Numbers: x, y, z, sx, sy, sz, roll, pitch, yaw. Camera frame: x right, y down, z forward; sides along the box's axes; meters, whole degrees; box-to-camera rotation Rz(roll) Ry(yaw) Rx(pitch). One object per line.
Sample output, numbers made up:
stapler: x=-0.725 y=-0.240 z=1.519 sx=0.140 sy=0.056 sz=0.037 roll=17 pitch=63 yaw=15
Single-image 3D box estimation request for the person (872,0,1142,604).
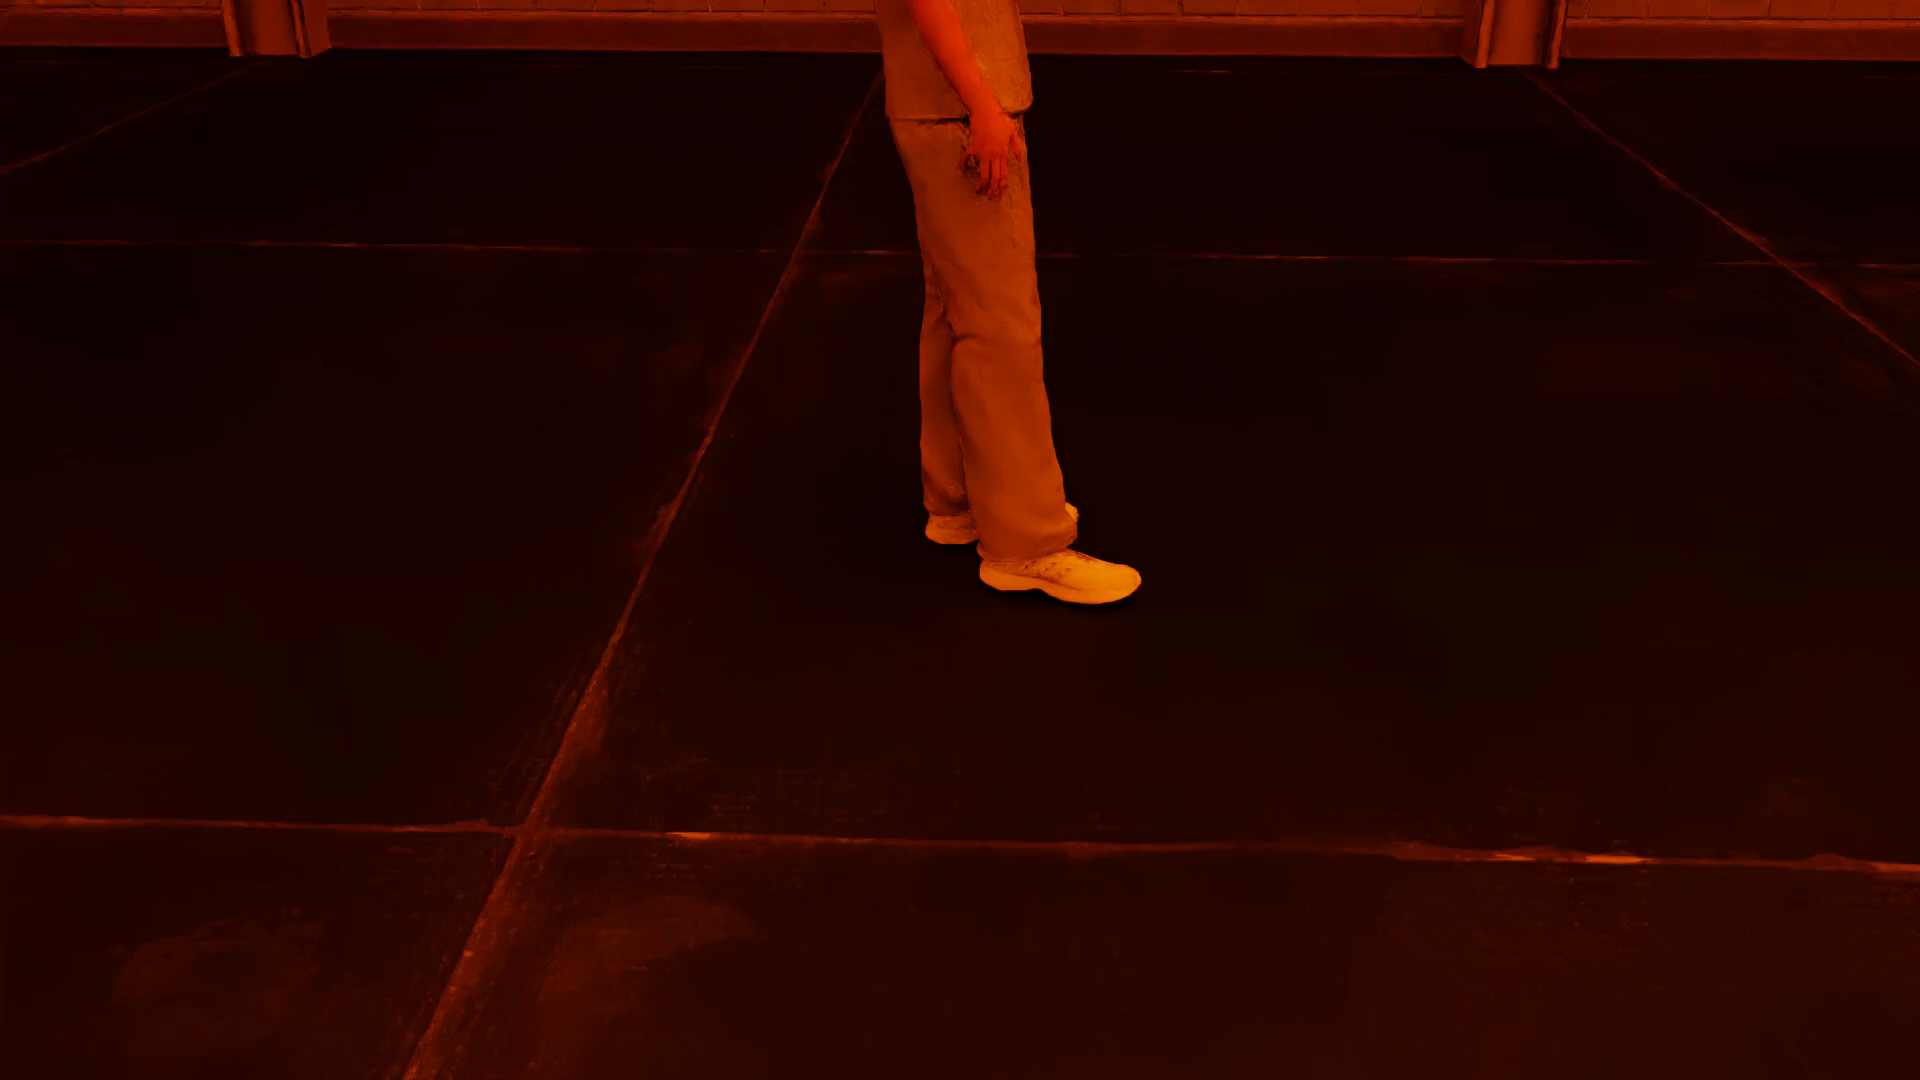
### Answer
person: x=0.073 y=-0.750 z=2.944 sx=0.548 sy=1.674 sz=0.550 roll=1 pitch=26 yaw=2
